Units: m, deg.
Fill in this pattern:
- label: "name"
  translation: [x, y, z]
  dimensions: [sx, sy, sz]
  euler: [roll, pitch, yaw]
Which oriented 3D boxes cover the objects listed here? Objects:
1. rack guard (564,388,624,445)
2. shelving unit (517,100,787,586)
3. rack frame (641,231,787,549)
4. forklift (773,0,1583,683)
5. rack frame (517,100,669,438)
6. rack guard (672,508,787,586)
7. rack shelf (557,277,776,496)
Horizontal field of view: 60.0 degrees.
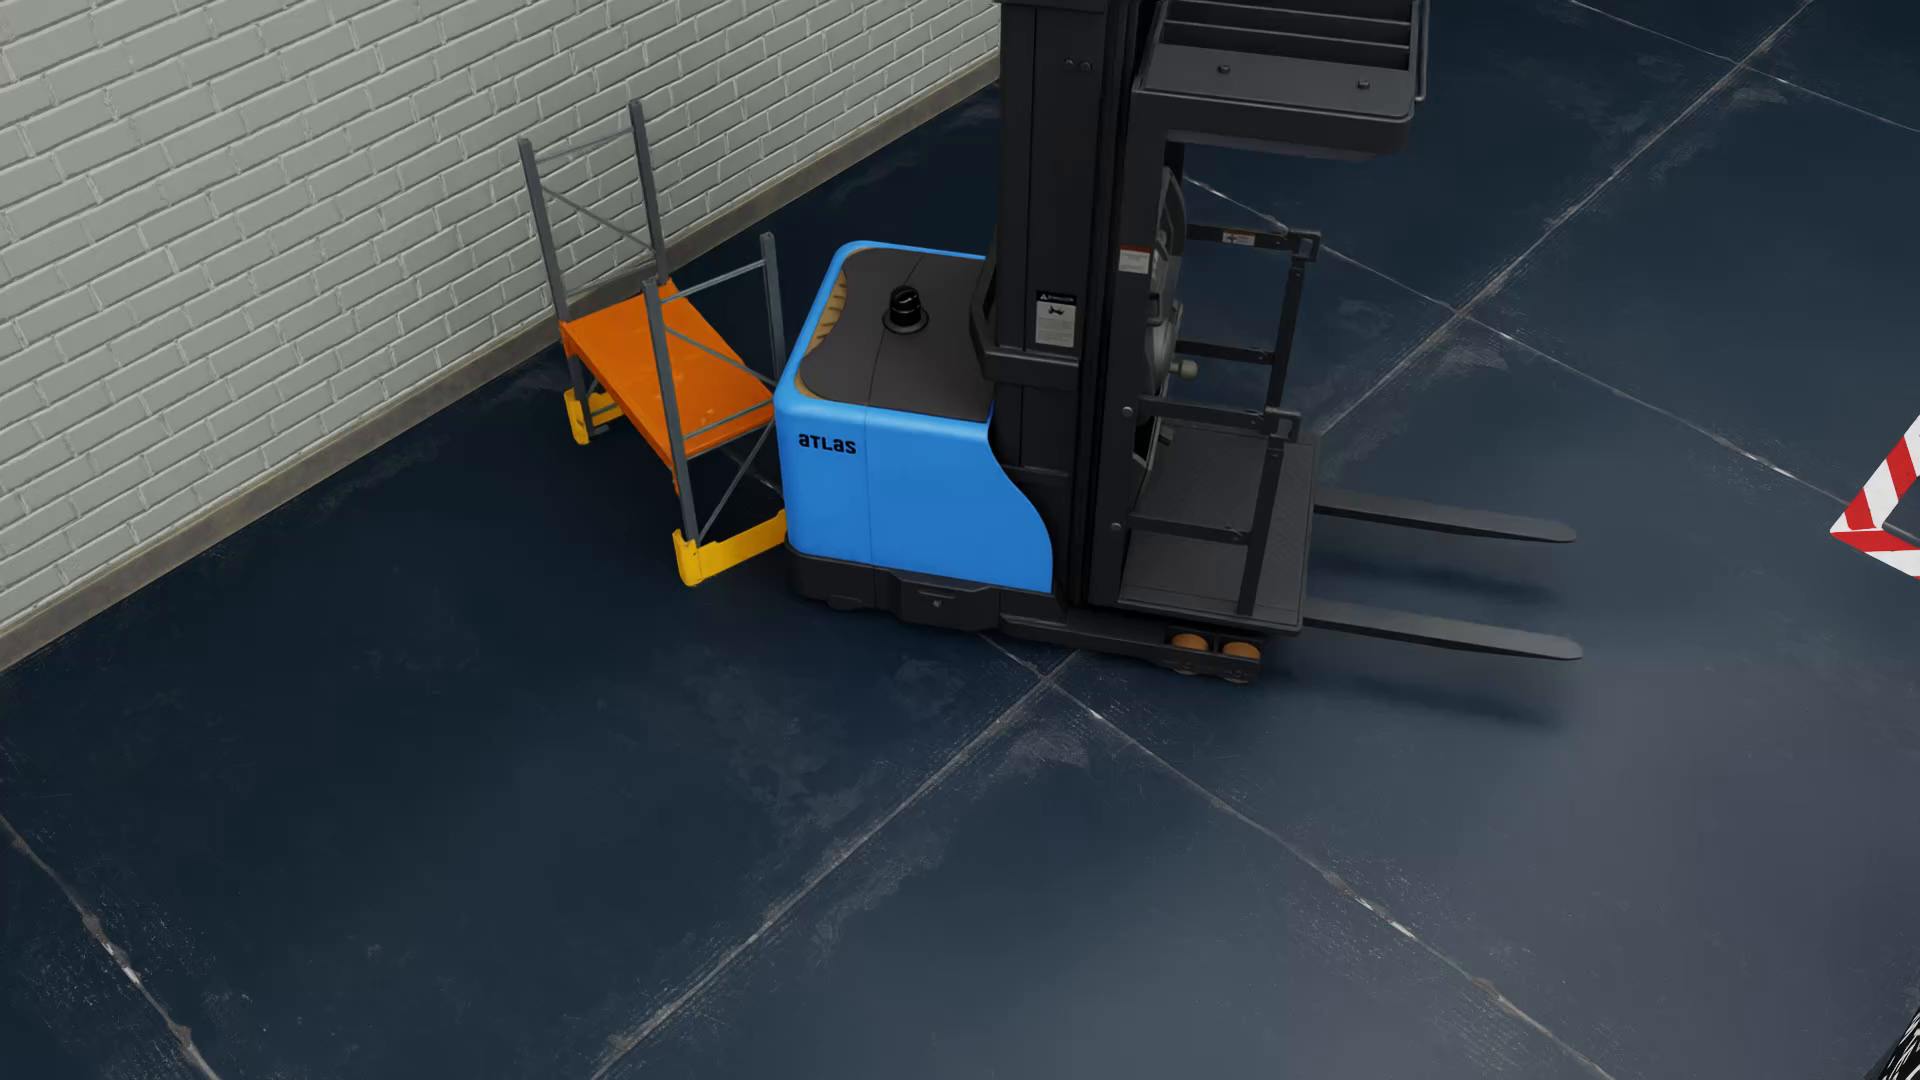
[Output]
- label: "rack guard"
  translation: [-1.435, -0.639, 7.287]
  dimensions: [0.587, 0.250, 0.087]
  euler: [-26, 52, -23]
- label: "shelving unit"
  translation: [-1.154, -0.767, 6.550]
  dimensions: [0.587, 1.500, 1.083]
  euler: [-26, 52, -23]
- label: "rack frame"
  translation: [-0.863, -0.455, 6.257]
  dimensions: [0.500, 1.500, 0.032]
  euler: [-26, 52, -23]
- label: "forklift"
  translation: [0.891, -0.884, 5.678]
  dimensions: [3.031, 2.935, 1.130]
  euler: [9, 47, 8]
- label: "rack frame"
  translation: [-1.435, -1.067, 6.832]
  dimensions: [0.500, 1.500, 0.032]
  euler: [-26, 52, -23]
- label: "rack guard"
  translation: [-0.874, -0.039, 6.724]
  dimensions: [0.587, 0.250, 0.087]
  euler: [-26, 52, -23]
- label: "rack shelf"
  translation: [-1.149, -0.638, 6.676]
  dimensions: [0.538, 0.185, 1.000]
  euler: [-26, 52, -23]
